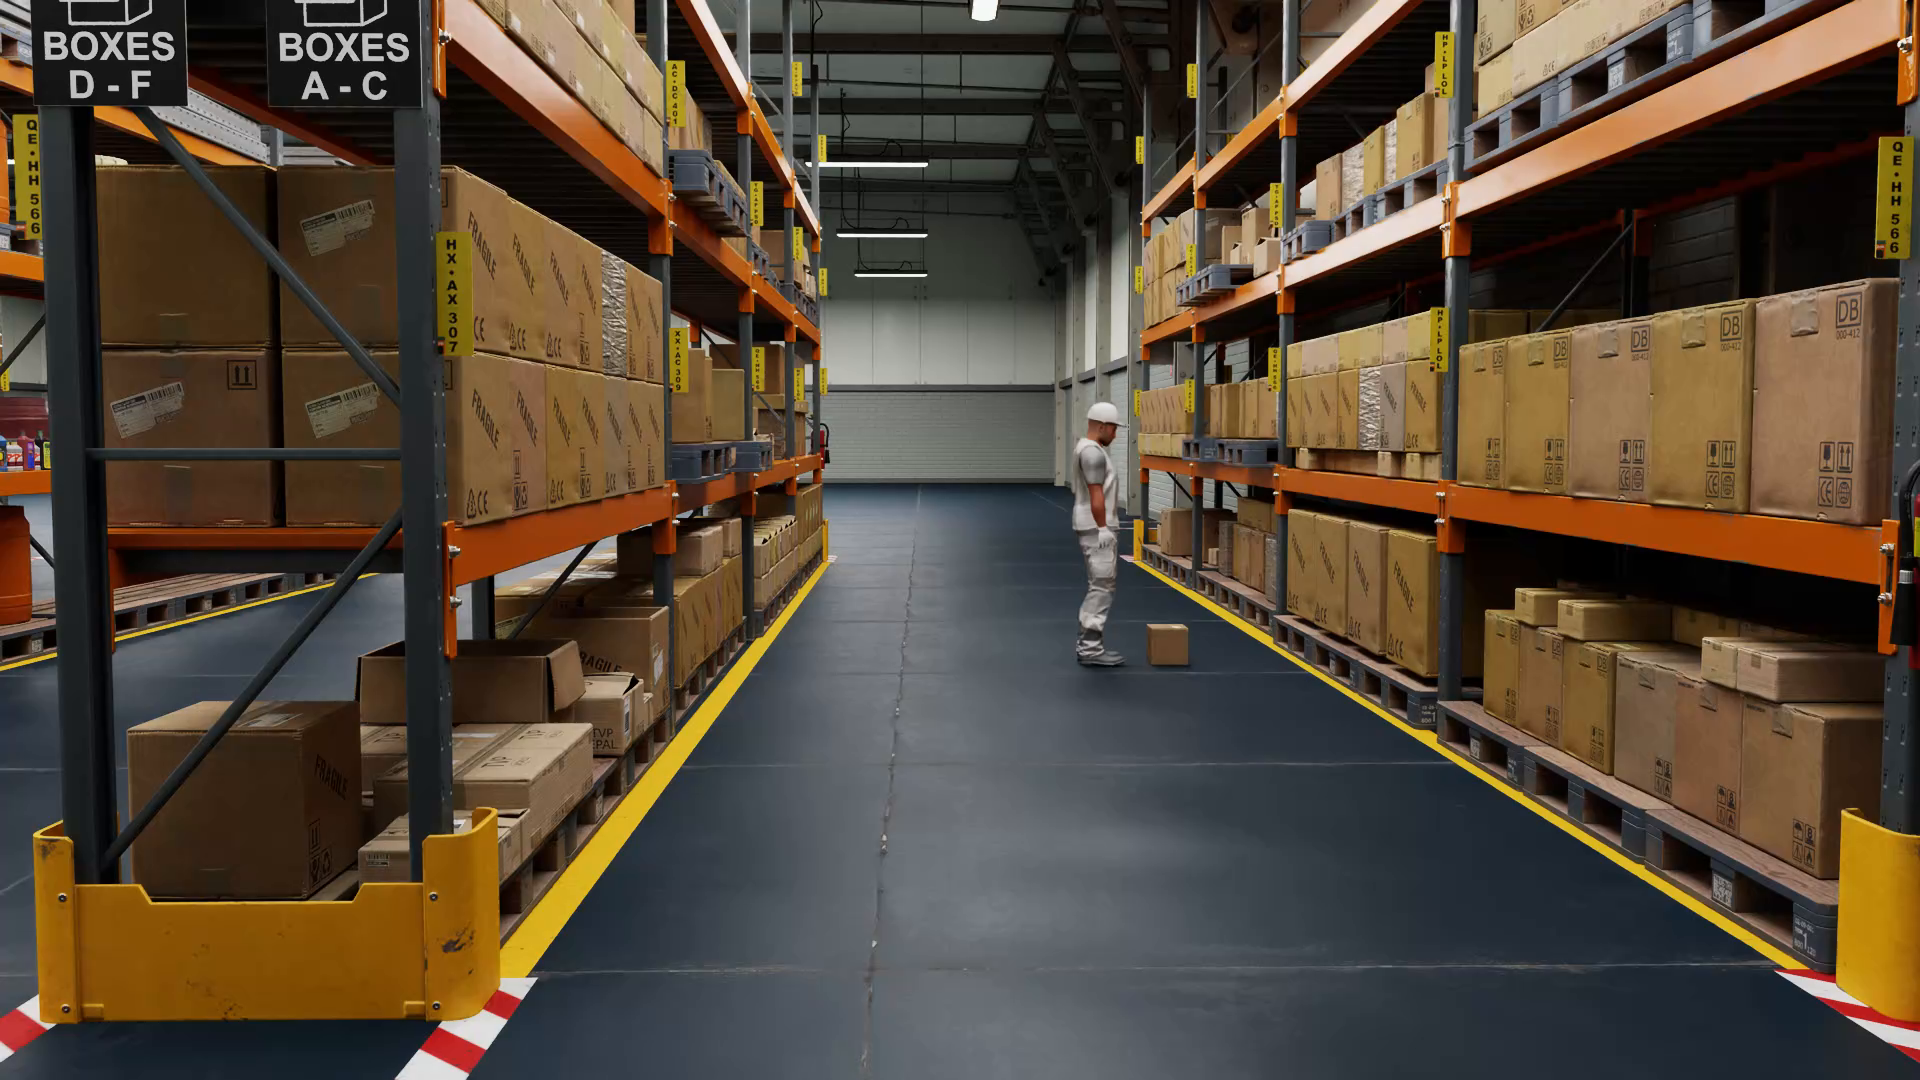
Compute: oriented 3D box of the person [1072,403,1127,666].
[{"bbox_3d":[0.946,-0.046,11.313,0.371,1.773,0.530,0,4,0],"label":"person"}]
